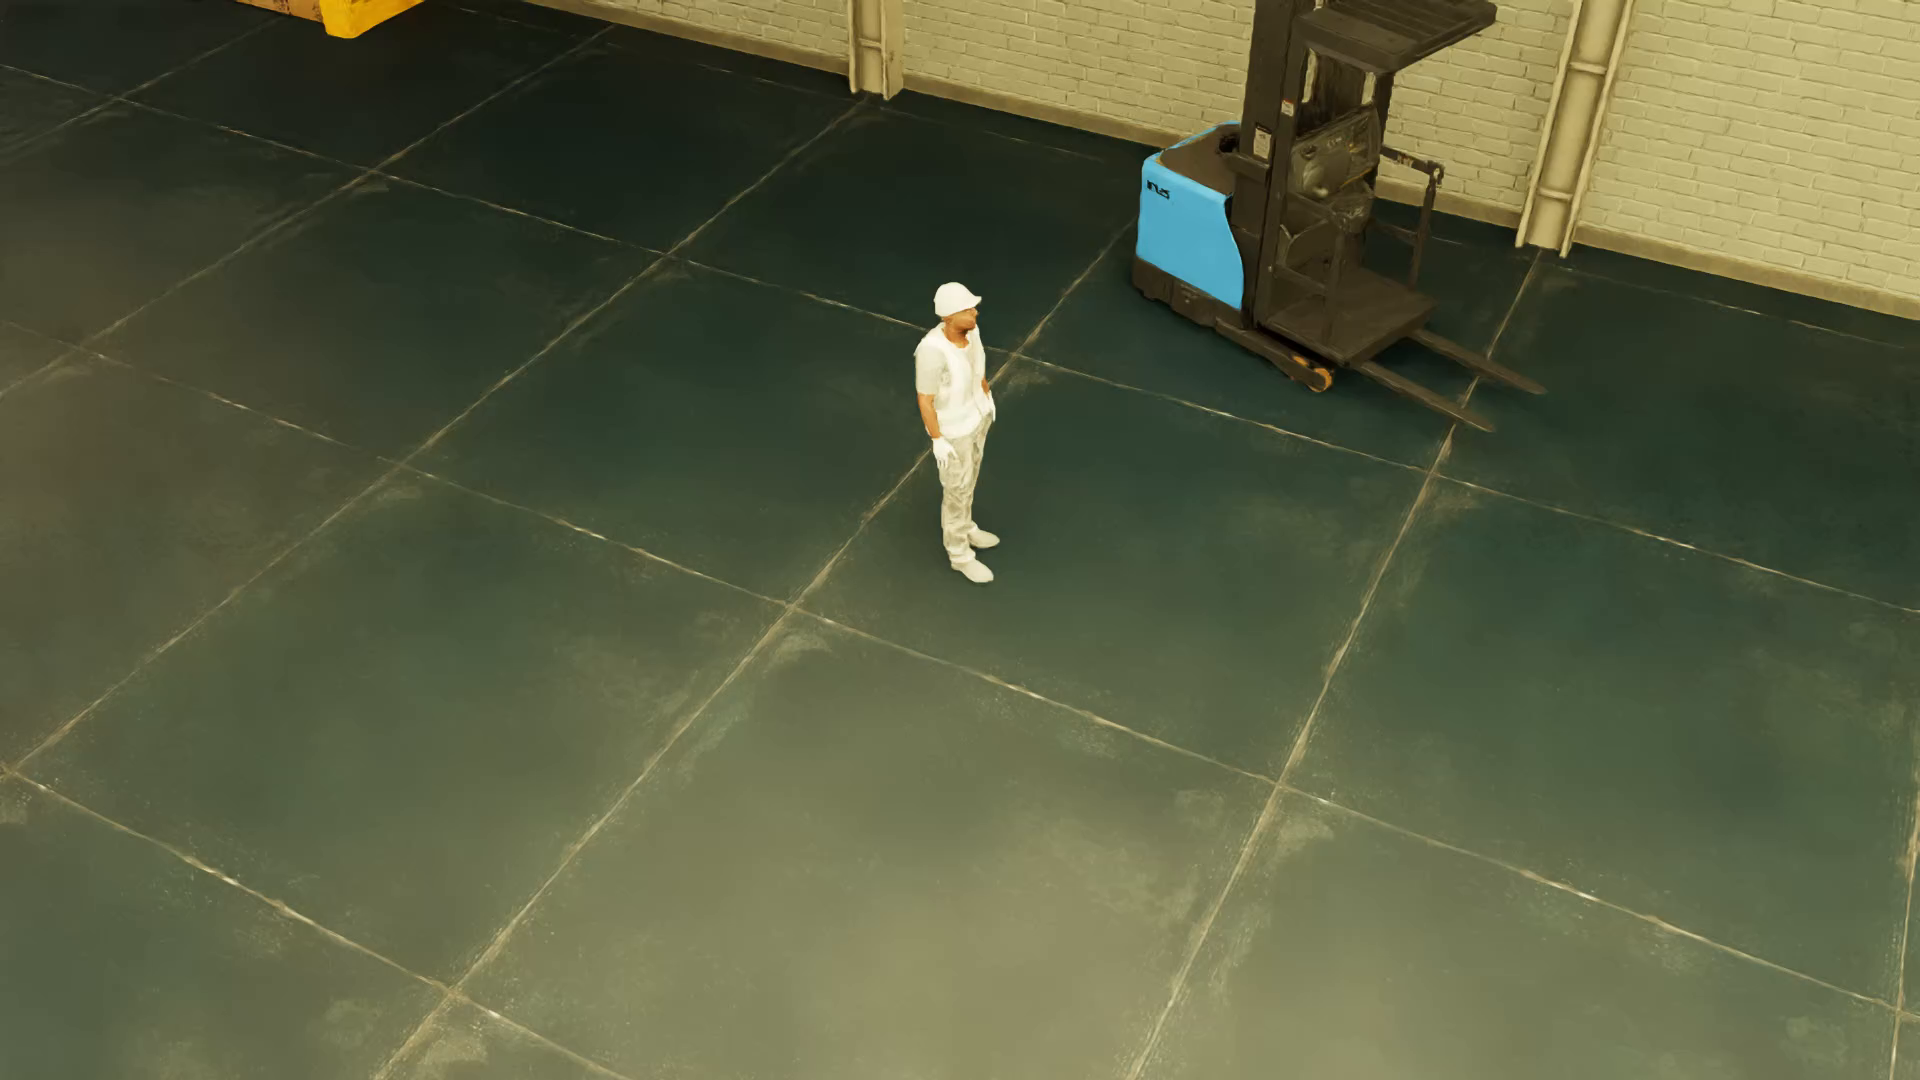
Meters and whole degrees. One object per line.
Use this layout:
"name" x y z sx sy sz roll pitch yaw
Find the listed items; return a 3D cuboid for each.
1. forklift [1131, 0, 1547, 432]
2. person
"forklift" 2.651 -2.515 10.972 1.130 2.935 3.031 -31 49 -31
"person" 0.060 -0.661 9.652 0.576 1.782 0.655 18 43 21
